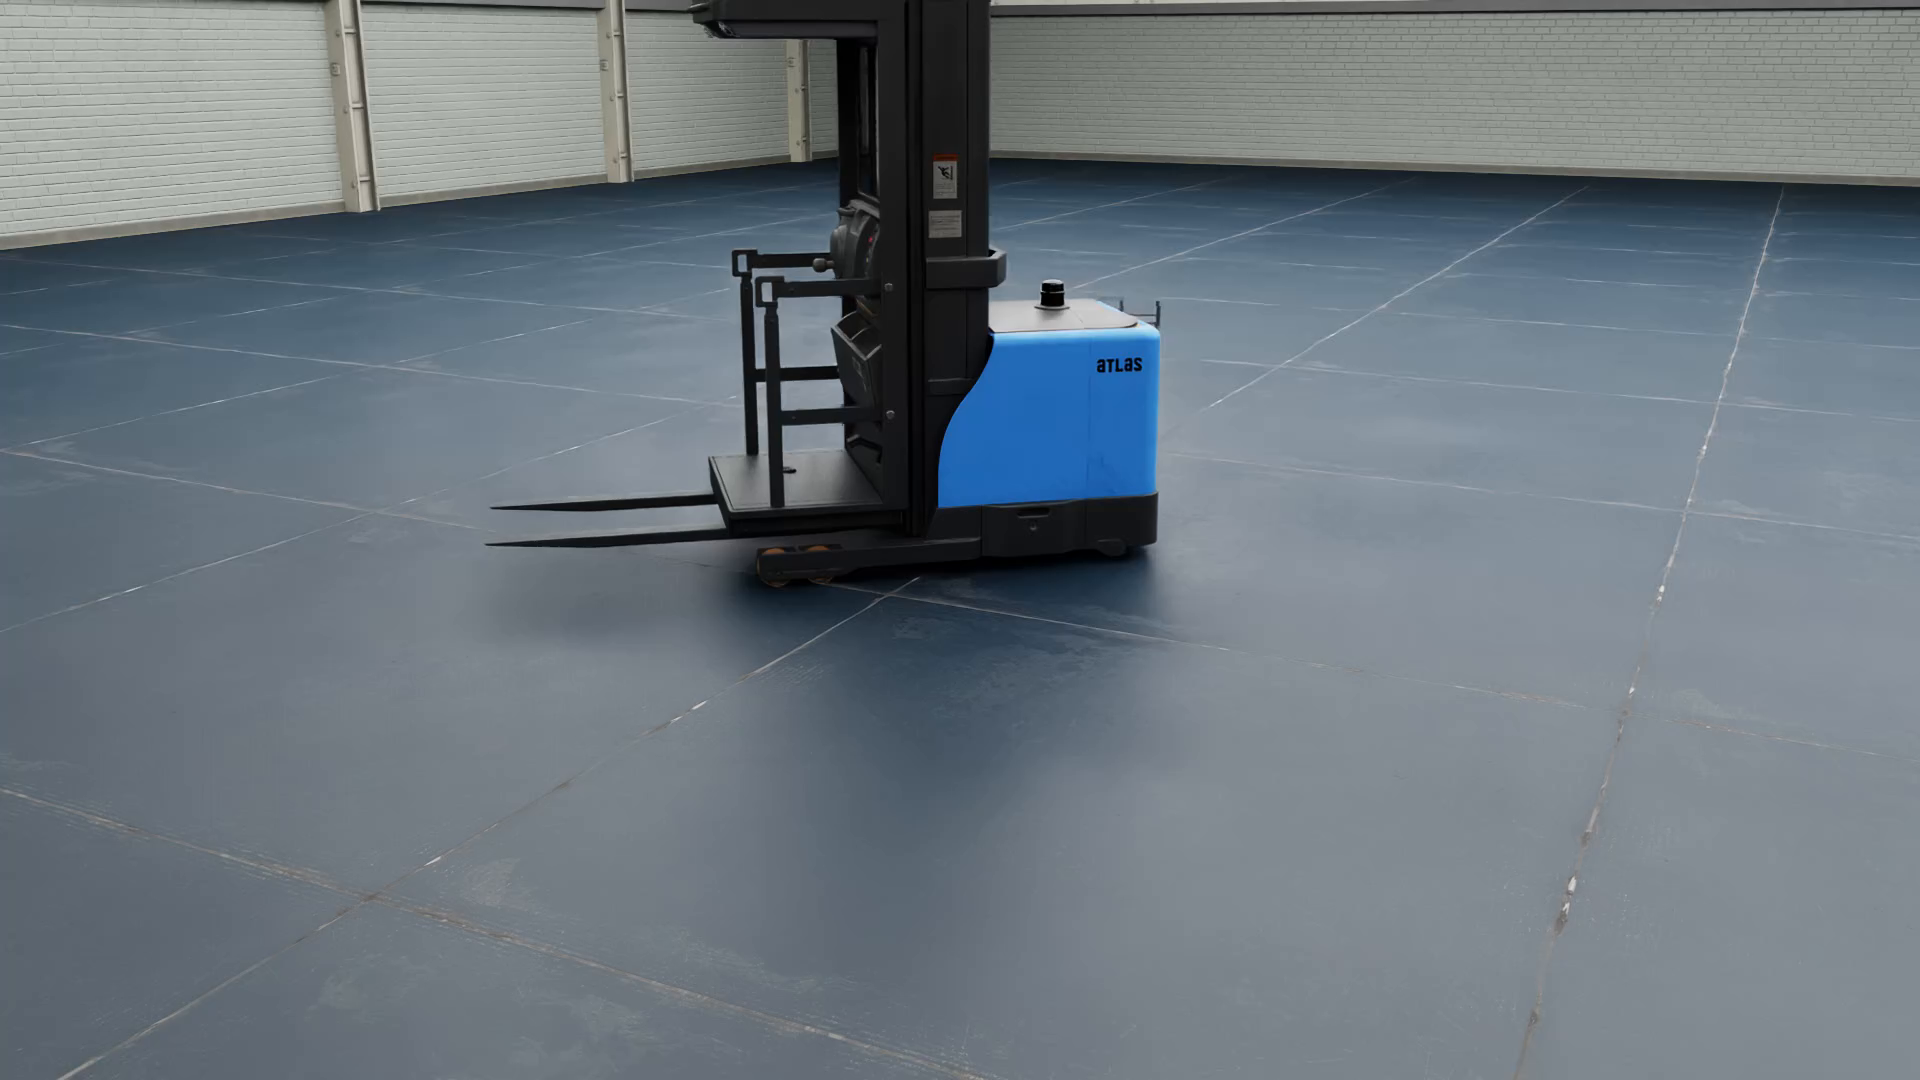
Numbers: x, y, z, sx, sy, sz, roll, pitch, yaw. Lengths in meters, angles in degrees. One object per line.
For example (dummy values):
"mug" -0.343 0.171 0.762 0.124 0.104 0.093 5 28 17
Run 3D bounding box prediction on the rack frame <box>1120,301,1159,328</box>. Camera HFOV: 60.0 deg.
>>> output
"rack frame" 0.907 -0.705 8.554 0.200 1.050 0.008 2 17 6

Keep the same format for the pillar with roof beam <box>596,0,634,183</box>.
"pillar with roof beam" -2.117 -10.061 26.093 9.100 9.000 0.400 8 18 25

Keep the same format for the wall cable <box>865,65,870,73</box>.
"wall cable" -0.787 -11.231 35.485 3.097 2.526 0.112 8 18 25

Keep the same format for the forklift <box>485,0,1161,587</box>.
"forklift" -0.652 -1.364 7.468 3.031 2.935 1.130 -4 17 -13

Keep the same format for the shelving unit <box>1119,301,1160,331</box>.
"shelving unit" 0.895 -0.671 8.438 0.215 1.050 0.252 2 17 6

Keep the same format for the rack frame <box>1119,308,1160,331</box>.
"rack frame" 0.883 -0.636 8.321 0.200 1.050 0.008 2 17 6

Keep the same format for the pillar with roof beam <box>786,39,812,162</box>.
"pillar with roof beam" 0.564 -11.589 31.239 9.100 9.000 0.400 8 18 25

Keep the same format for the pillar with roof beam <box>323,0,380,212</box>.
"pillar with roof beam" -4.798 -8.533 20.948 9.100 9.000 0.400 8 18 25
